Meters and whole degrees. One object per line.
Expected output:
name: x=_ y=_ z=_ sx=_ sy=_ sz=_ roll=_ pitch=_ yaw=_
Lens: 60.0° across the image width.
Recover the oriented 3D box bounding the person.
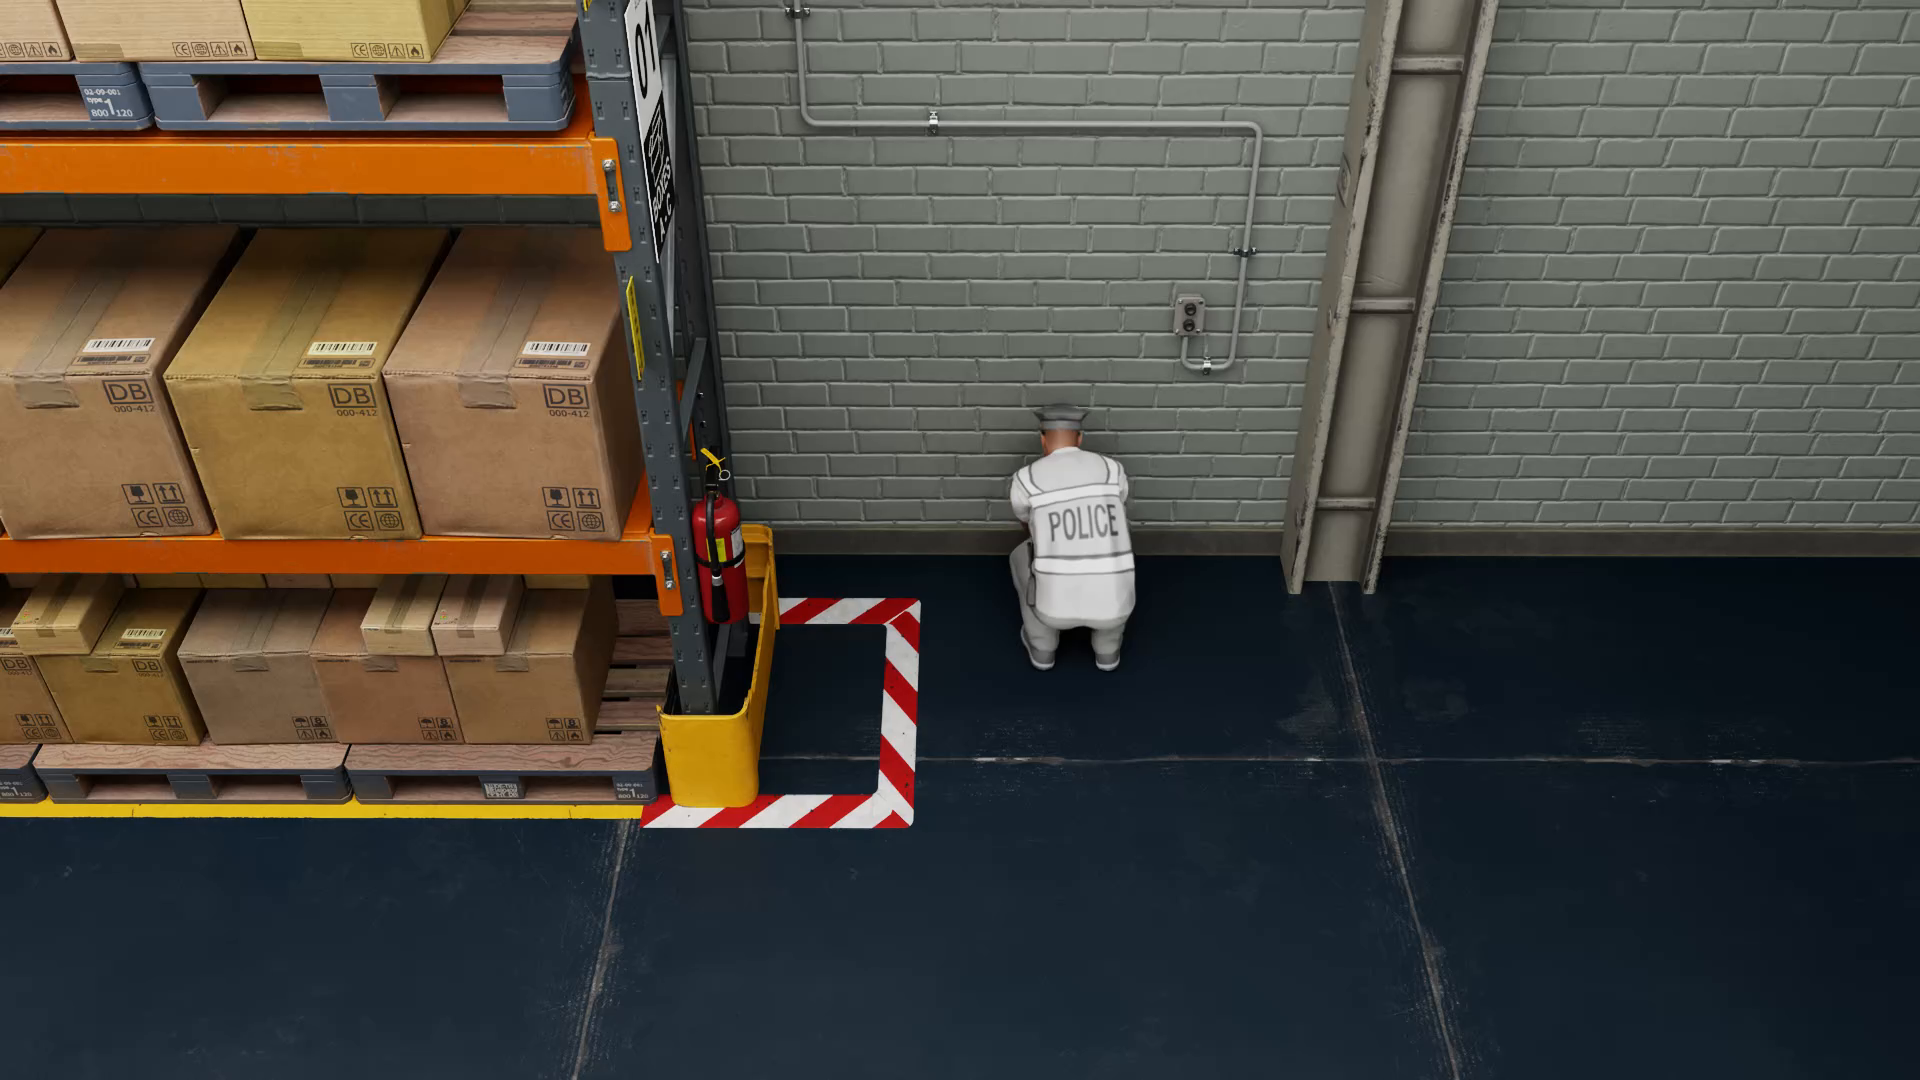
person: x=0.487 y=-0.005 z=7.105 sx=0.545 sy=1.021 sz=0.912 roll=-1 pitch=39 yaw=-1
